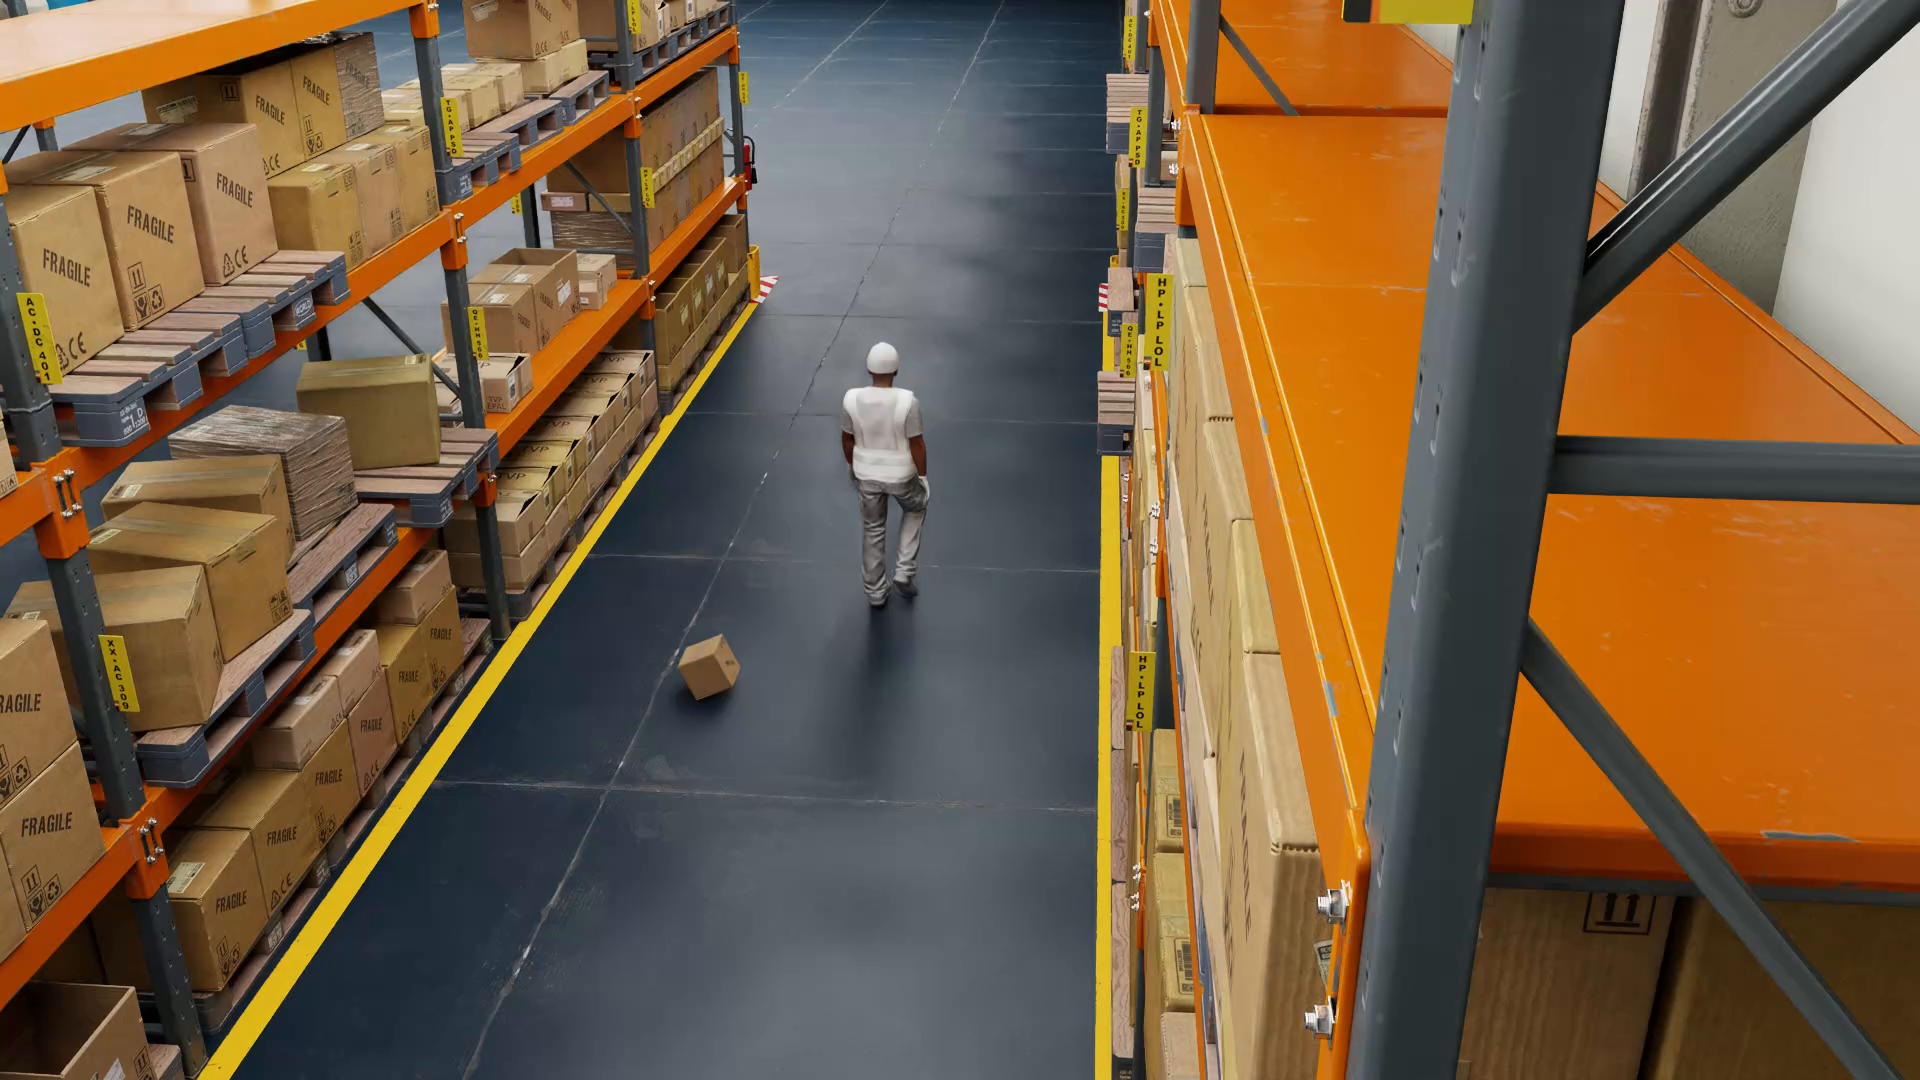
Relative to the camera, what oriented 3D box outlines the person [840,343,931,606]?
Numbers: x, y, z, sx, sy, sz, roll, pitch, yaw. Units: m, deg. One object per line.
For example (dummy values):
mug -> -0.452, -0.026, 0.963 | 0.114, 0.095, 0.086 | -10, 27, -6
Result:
person -> -0.468, -0.434, 10.923 | 0.603, 1.820, 0.471 | 4, 25, 8
